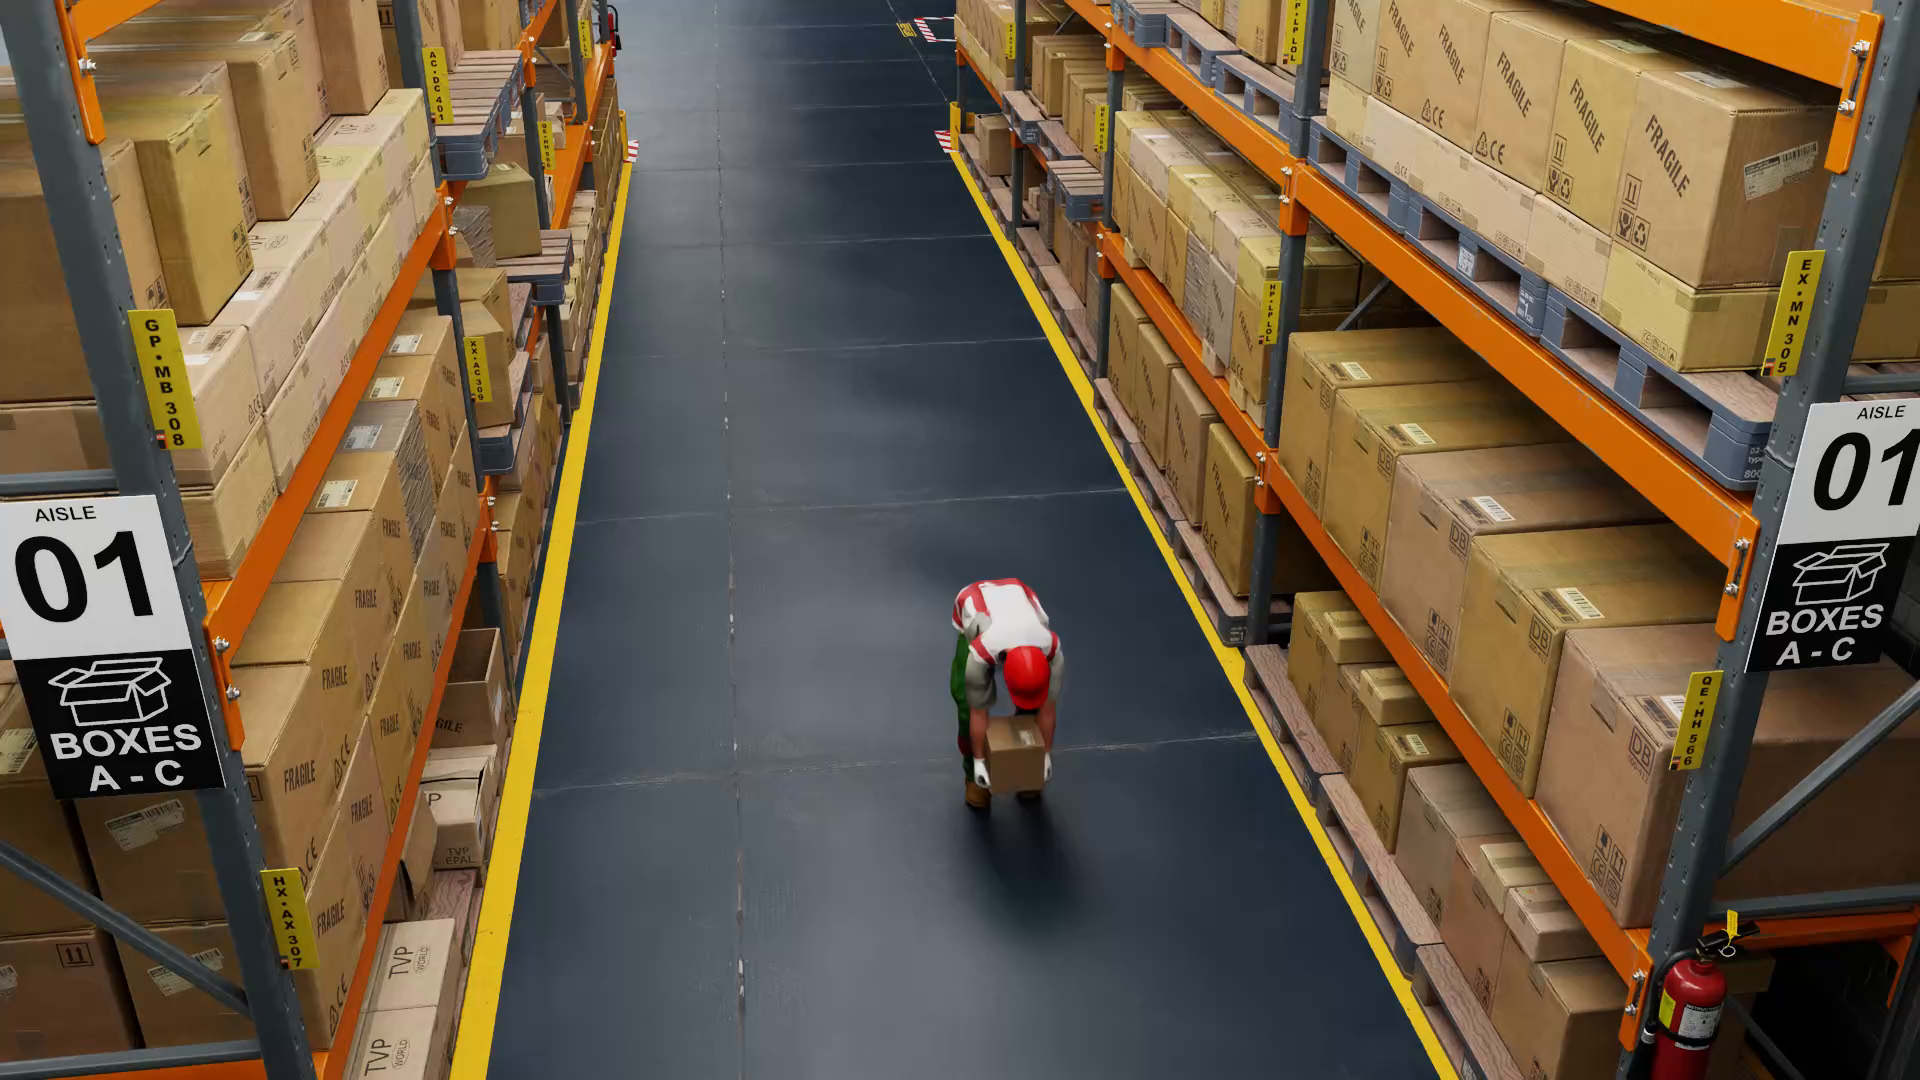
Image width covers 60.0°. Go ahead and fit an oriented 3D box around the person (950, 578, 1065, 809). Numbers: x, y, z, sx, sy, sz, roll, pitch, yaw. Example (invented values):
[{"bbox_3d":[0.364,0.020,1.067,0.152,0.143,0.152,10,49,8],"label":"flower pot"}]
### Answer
[{"bbox_3d":[0.229,0.802,7.732,0.495,1.129,0.962,-5,27,-9],"label":"person"}]
